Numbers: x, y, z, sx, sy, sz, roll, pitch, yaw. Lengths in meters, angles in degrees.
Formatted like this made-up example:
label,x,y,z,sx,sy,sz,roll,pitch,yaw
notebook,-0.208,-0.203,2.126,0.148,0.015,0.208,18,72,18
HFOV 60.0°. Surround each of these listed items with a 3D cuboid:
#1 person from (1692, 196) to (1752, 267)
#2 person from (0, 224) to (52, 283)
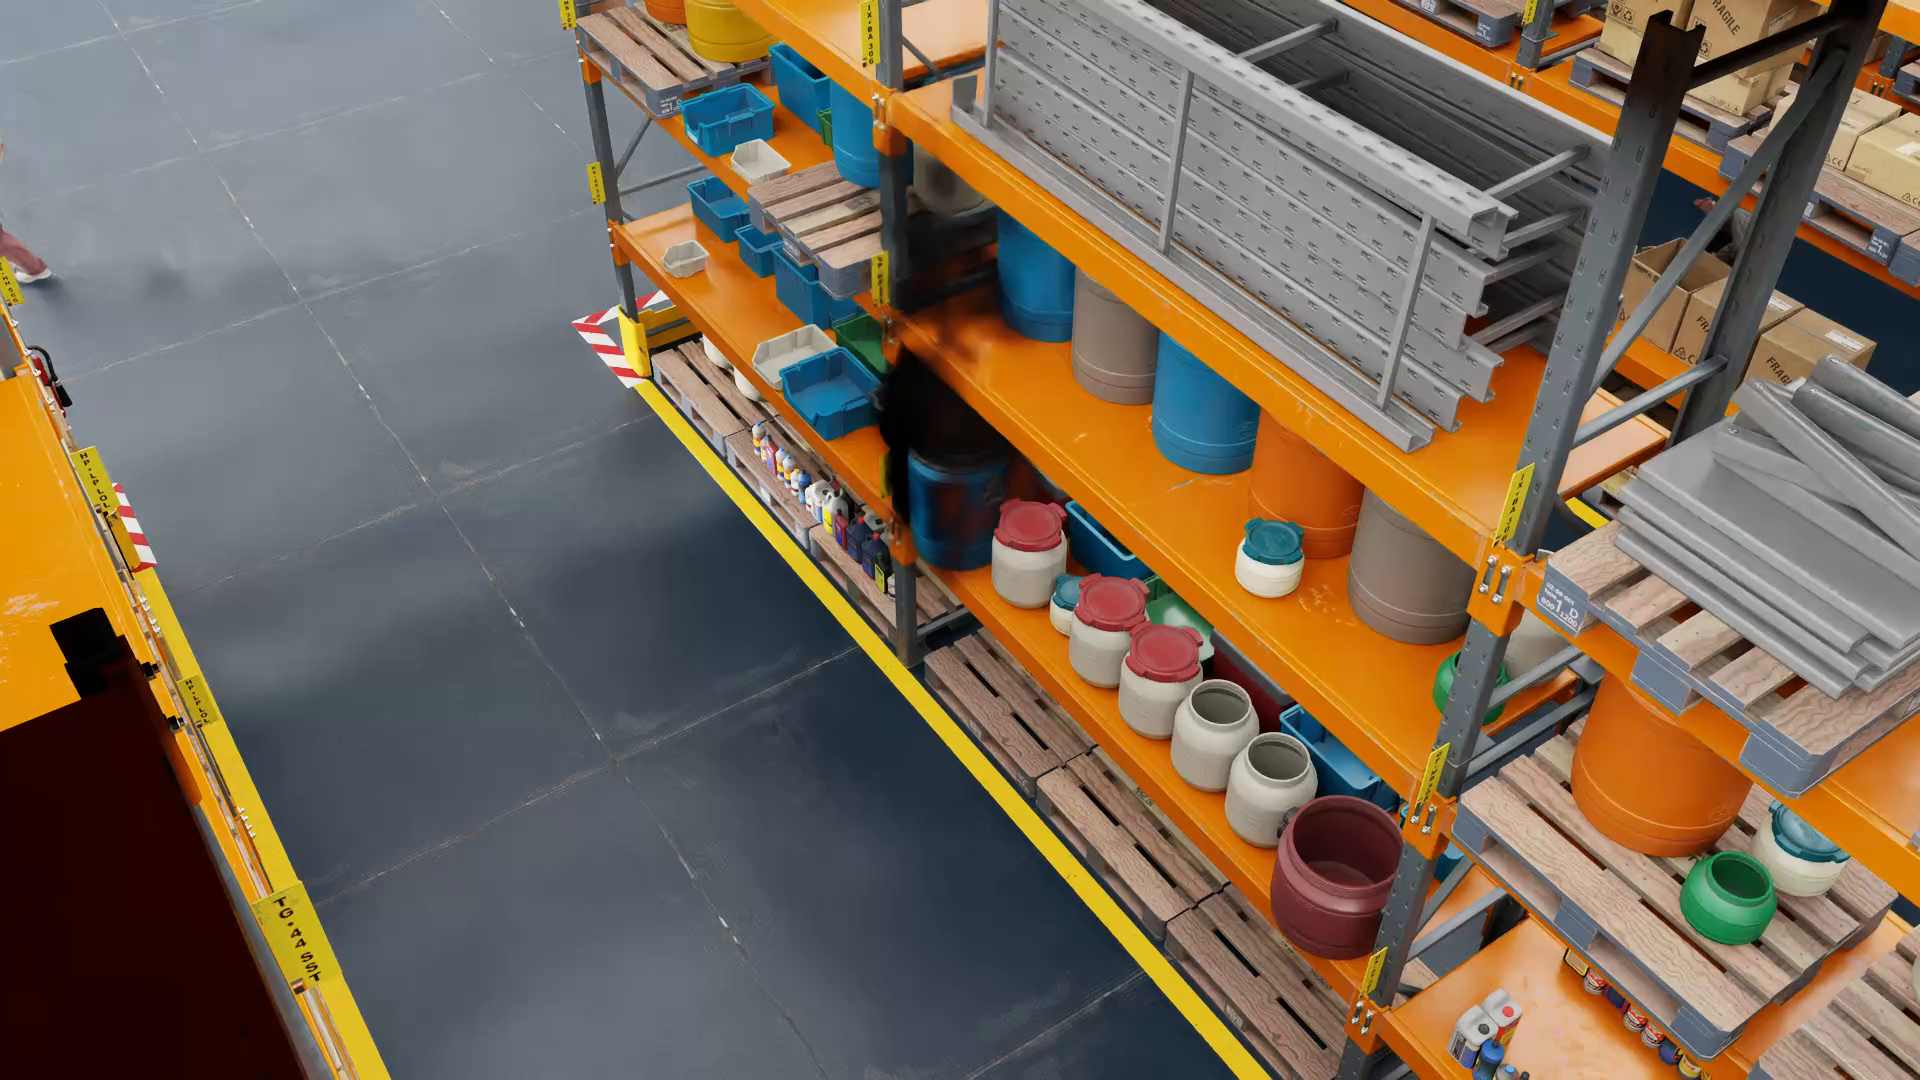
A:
label,x,y,z,sx,sy,sz,roll,pitch,yaw
person,5.822,-2.160,12.858,0.640,1.736,0.669,-31,51,-29
person,-8.038,-2.764,13.554,0.674,1.692,0.550,-2,43,-3
